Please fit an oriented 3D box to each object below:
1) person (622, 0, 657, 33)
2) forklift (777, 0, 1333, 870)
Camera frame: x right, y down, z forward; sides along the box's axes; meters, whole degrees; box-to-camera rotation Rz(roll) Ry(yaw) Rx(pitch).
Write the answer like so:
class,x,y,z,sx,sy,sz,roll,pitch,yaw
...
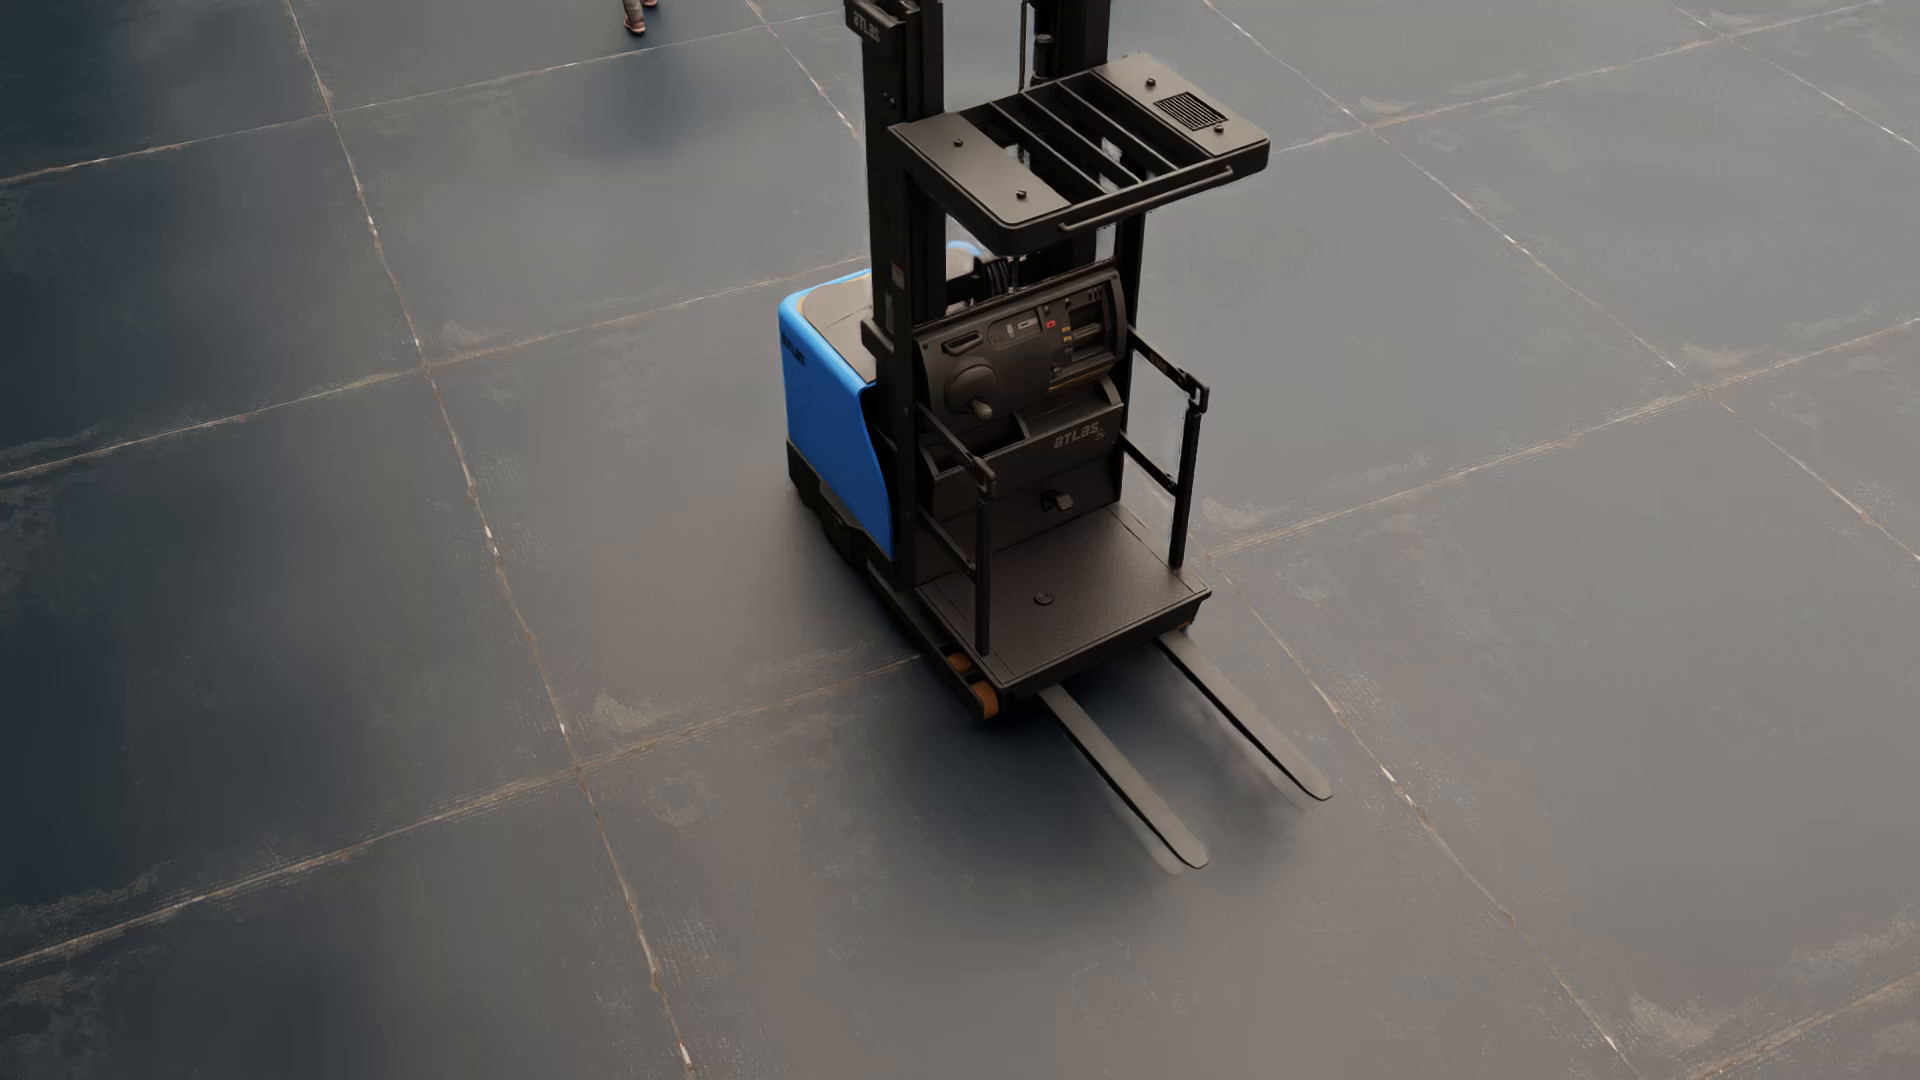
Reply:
class,x,y,z,sx,sy,sz,roll,pitch,yaw
person,-2.241,-4.353,11.313,0.892,1.636,0.730,-14,45,-15
forklift,0.370,-0.681,6.410,1.130,2.935,3.031,-23,48,-23
